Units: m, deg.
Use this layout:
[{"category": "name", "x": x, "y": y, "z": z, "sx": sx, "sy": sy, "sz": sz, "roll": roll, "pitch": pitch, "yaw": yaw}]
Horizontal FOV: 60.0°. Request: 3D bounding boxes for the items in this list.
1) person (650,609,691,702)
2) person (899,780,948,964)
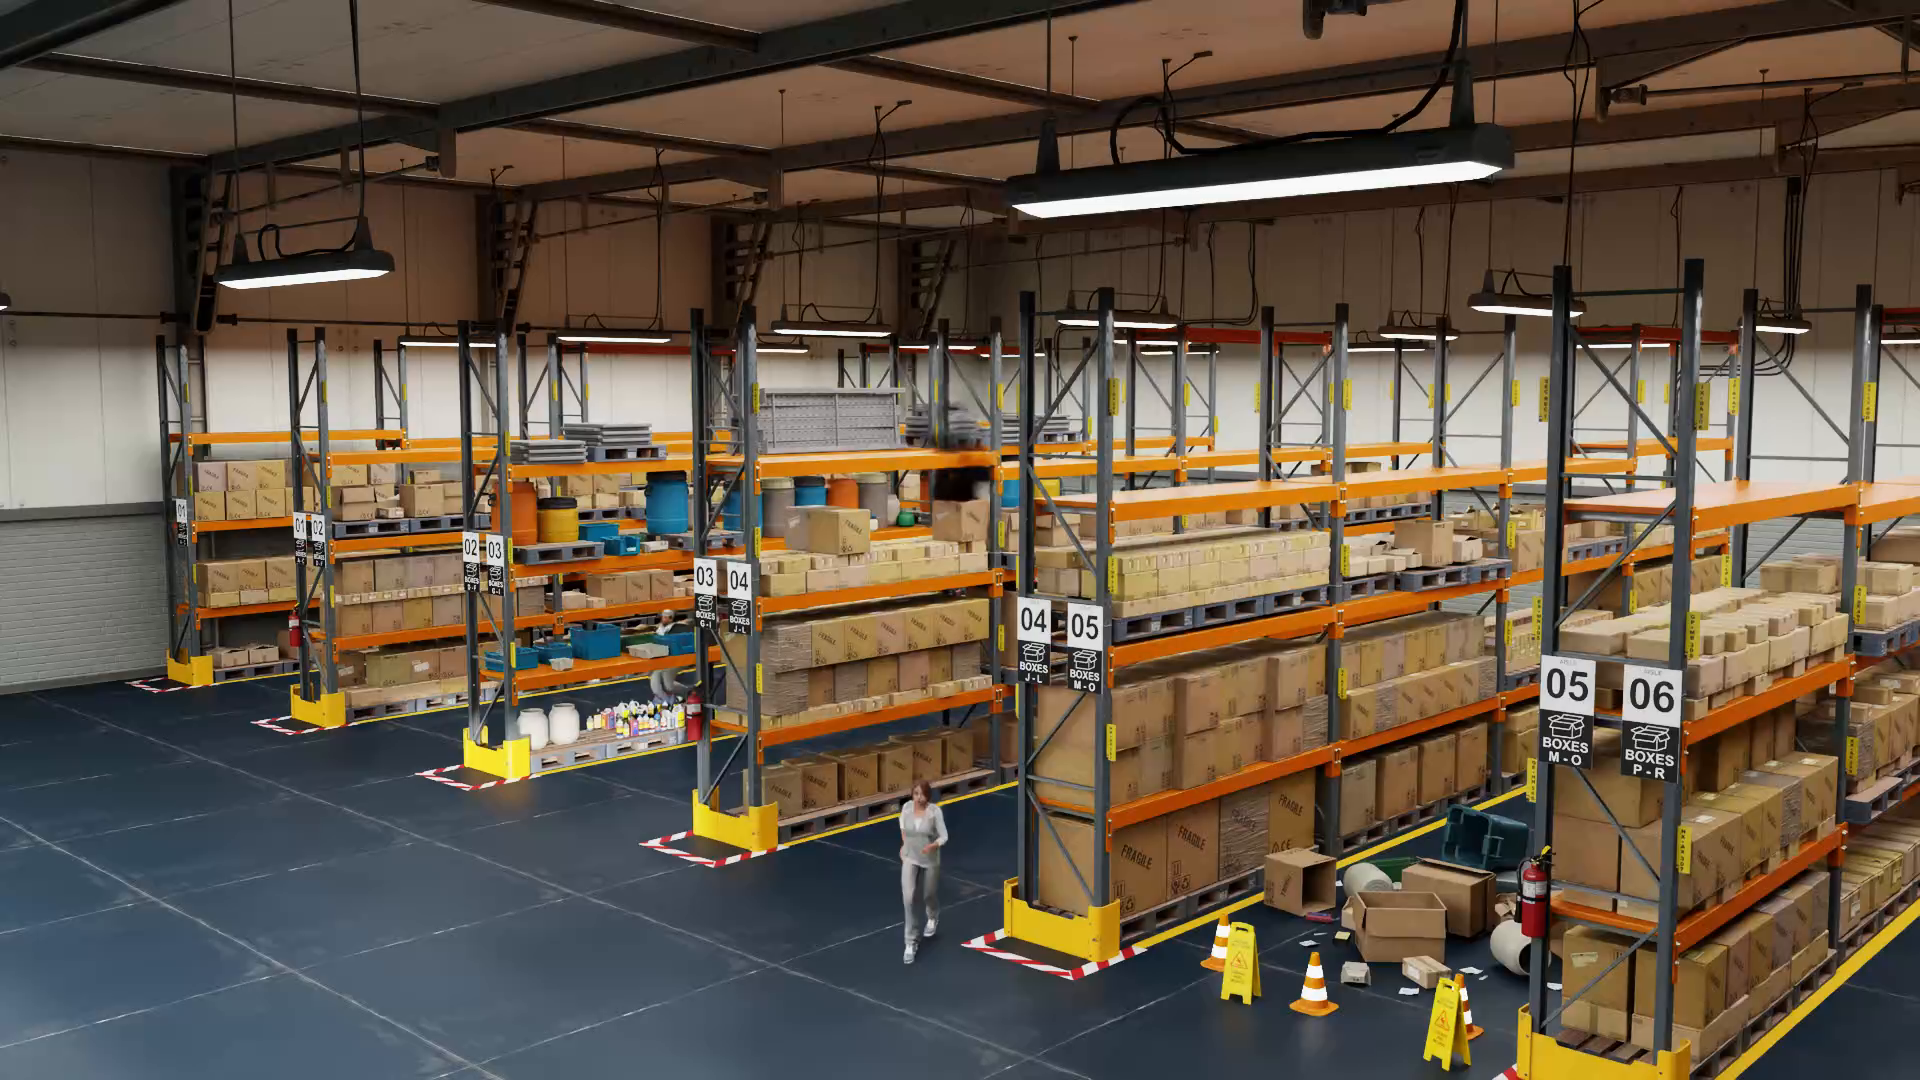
[{"category": "person", "x": -4.610, "y": 1.895, "z": 26.229, "sx": 0.613, "sy": 1.620, "sz": 0.669, "roll": 4, "pitch": 7, "yaw": 37}, {"category": "person", "x": -0.333, "y": 2.951, "z": 15.160, "sx": 0.484, "sy": 1.615, "sz": 0.840, "roll": 1, "pitch": 5, "yaw": 7}]
